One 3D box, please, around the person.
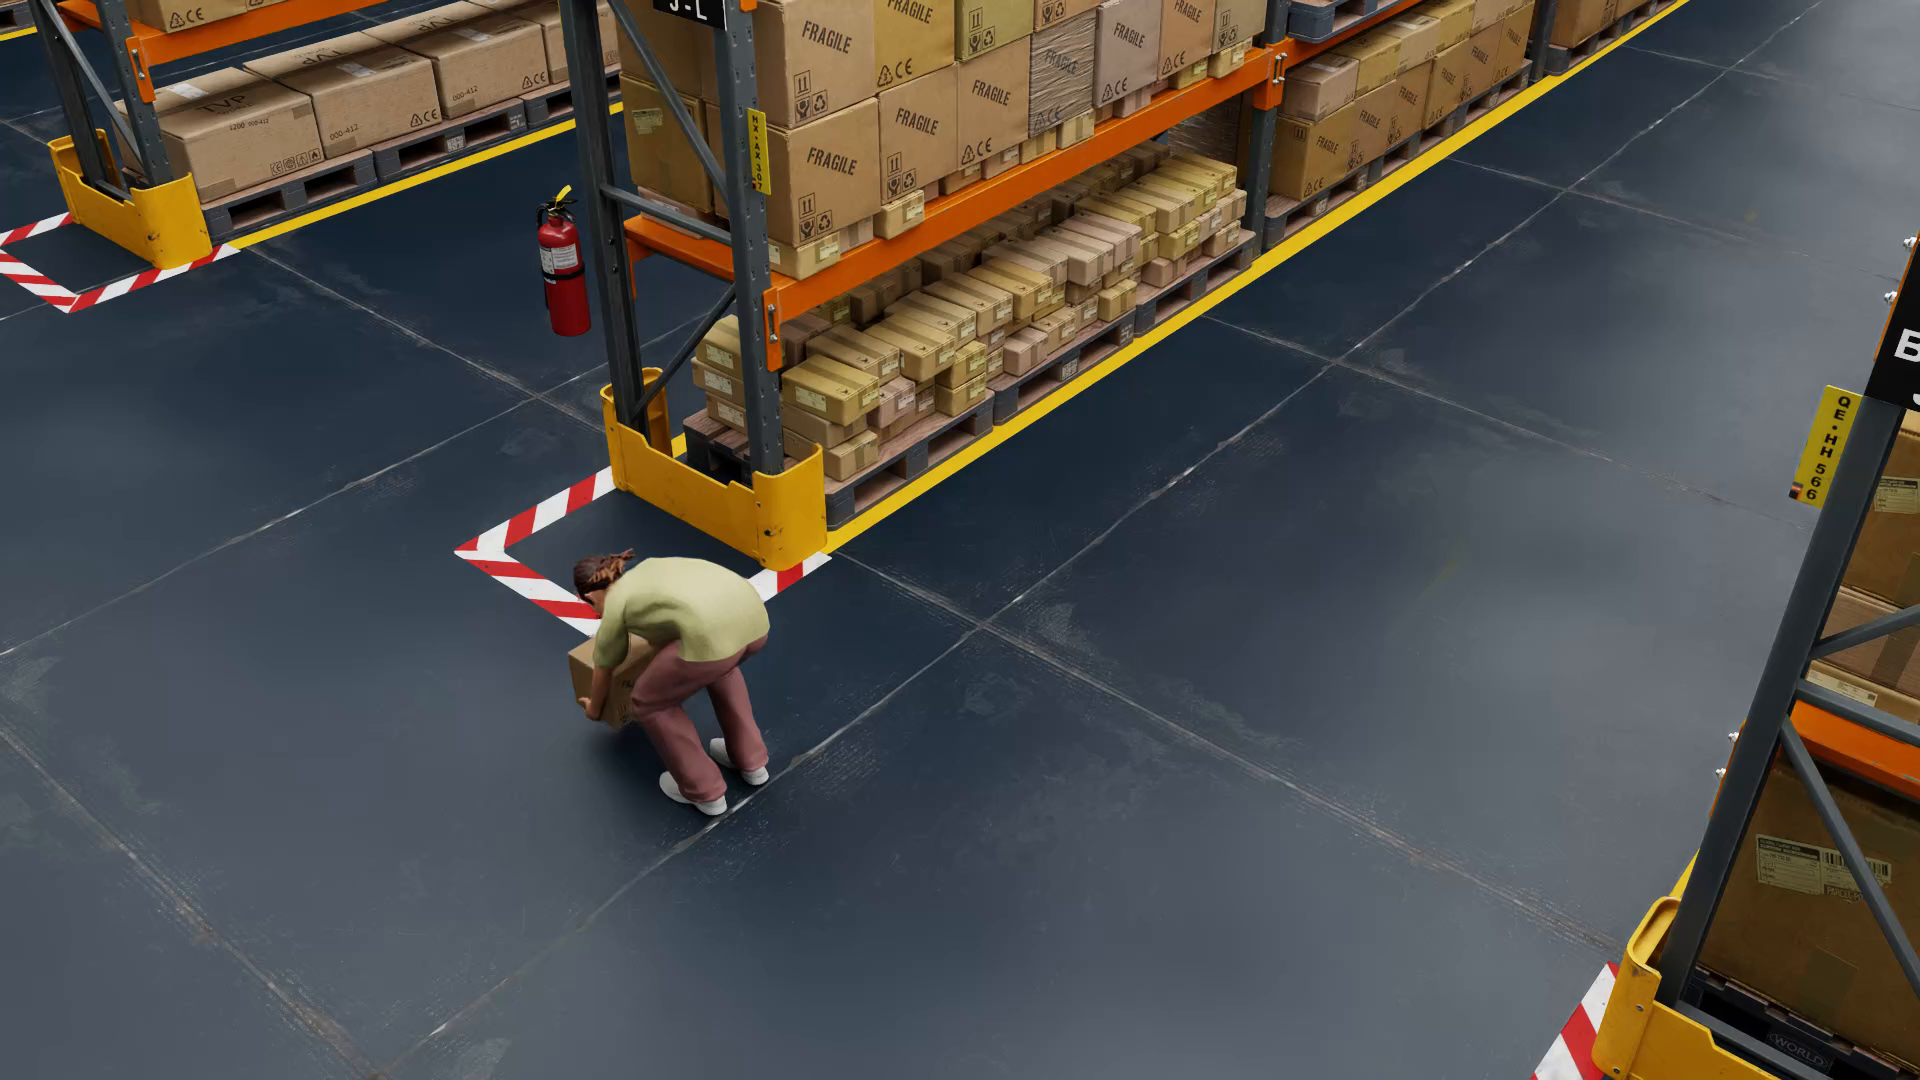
[{"bbox_3d":[-1.063,0.498,6.138,0.854,0.869,0.457,24,42,30],"label":"person"}]
